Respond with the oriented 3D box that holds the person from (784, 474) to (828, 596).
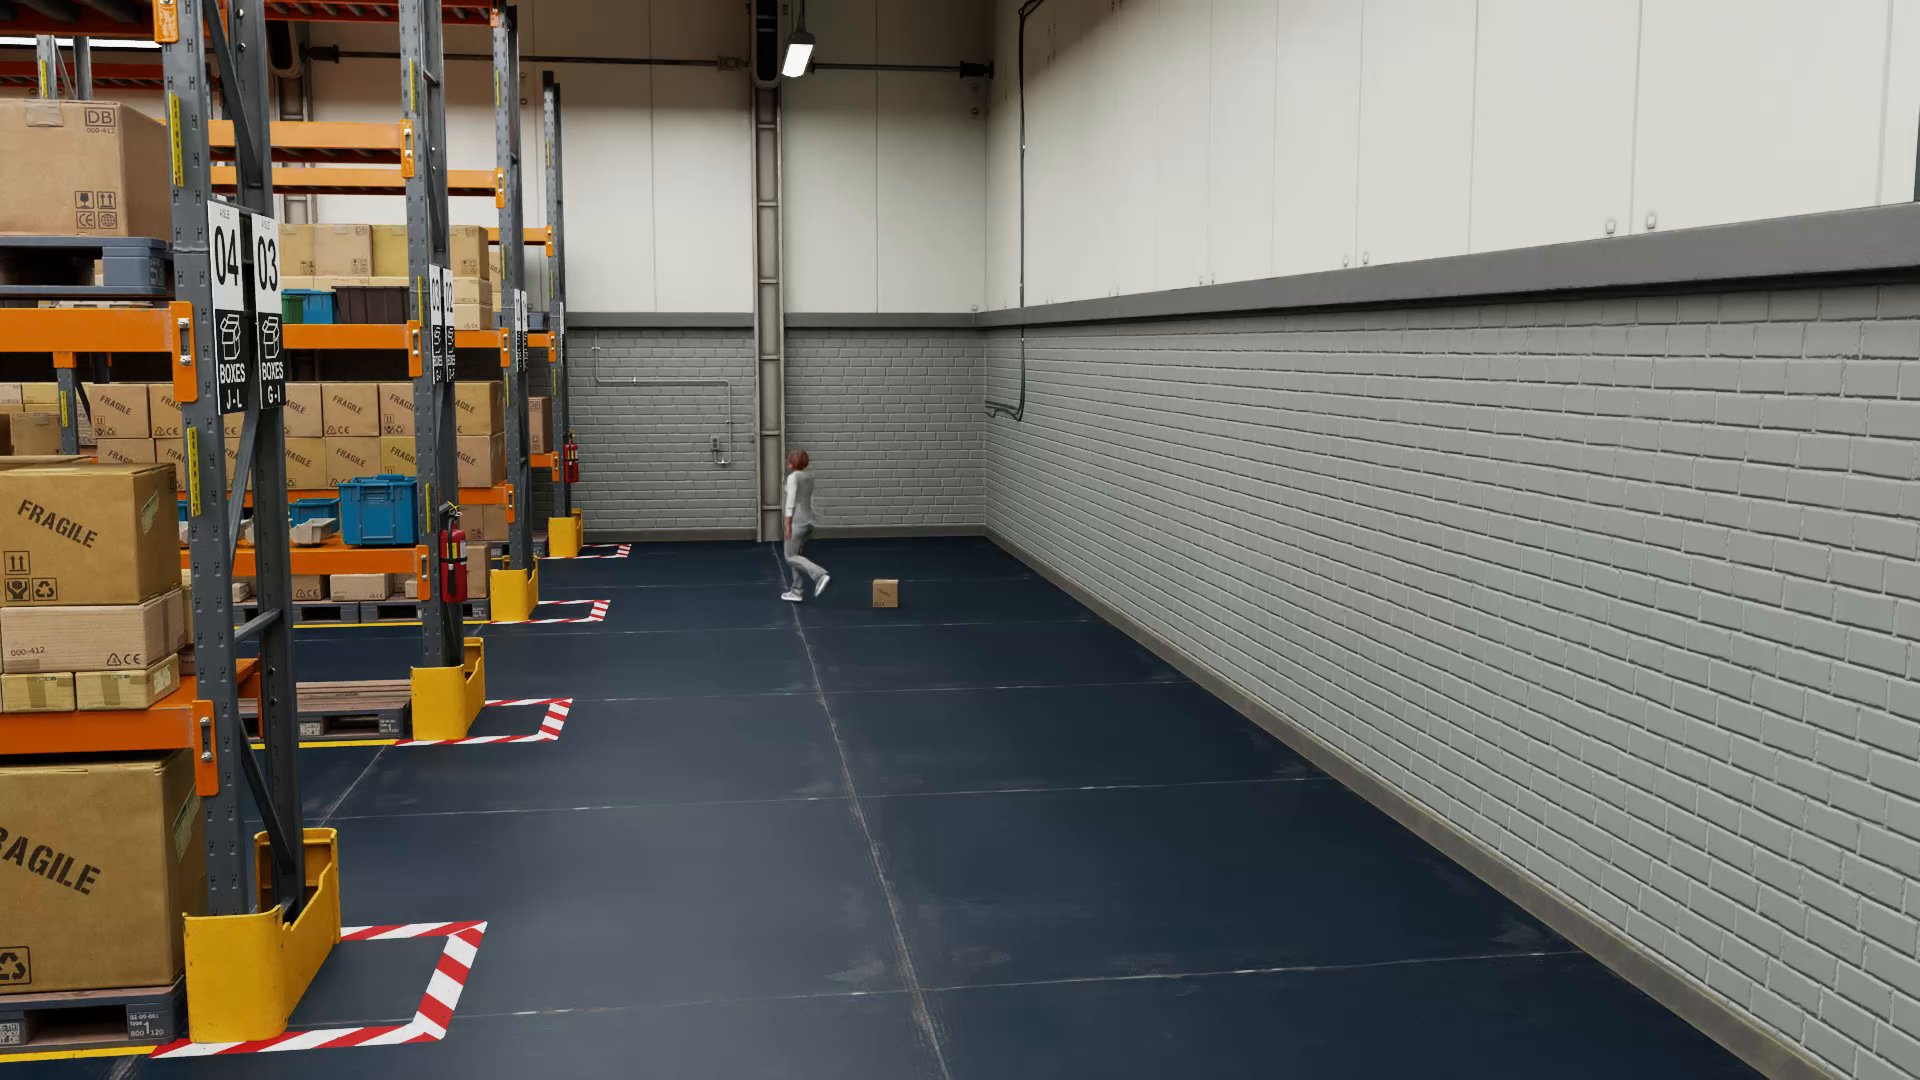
[{"bbox_3d":[-1.568,-0.050,17.080,0.532,1.275,0.425,4,8,28],"label":"person"}]
